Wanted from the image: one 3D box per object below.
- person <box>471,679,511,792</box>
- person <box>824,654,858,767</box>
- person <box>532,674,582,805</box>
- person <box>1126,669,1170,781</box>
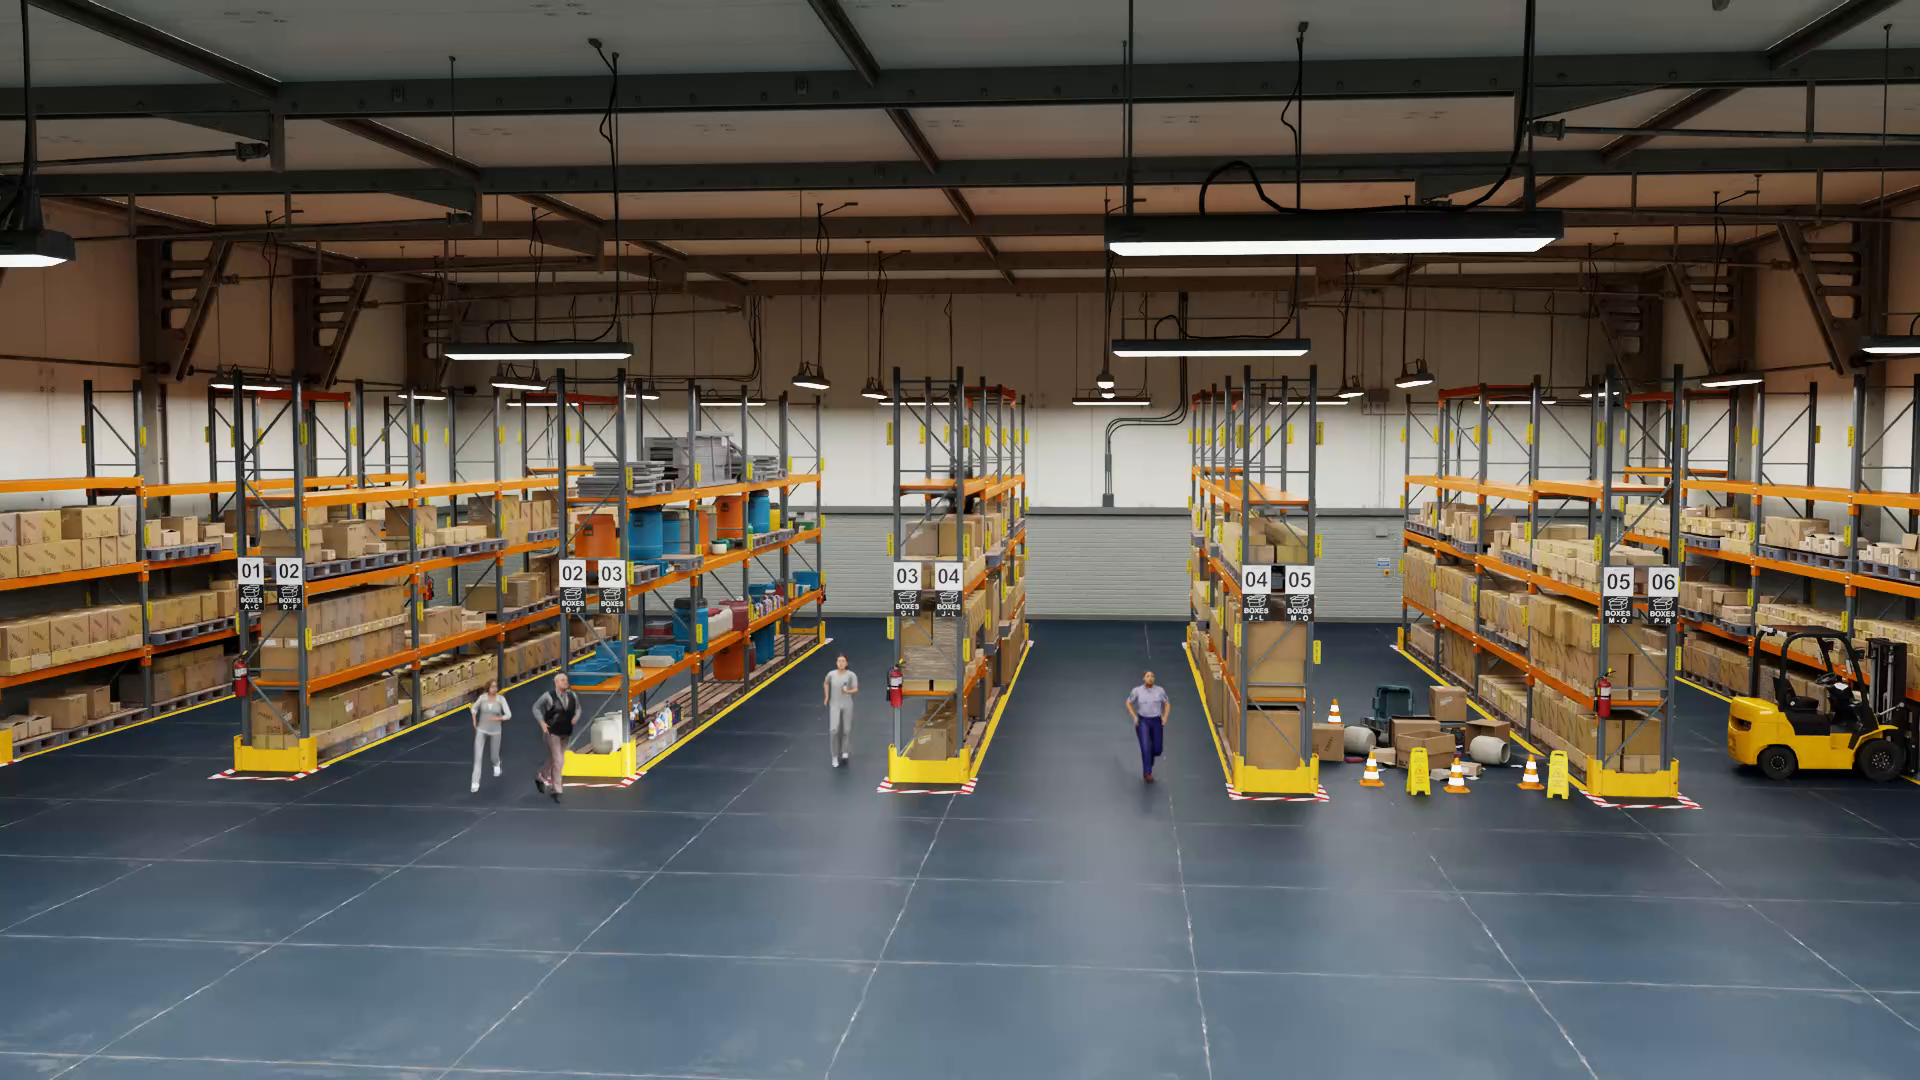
[{"bbox_3d":[-6.717,2.766,23.820,0.566,1.570,0.771,-1,4,-11],"label":"person"},{"bbox_3d":[-1.818,2.589,25.404,0.531,1.720,0.738,0,4,-2],"label":"person"},{"bbox_3d":[-5.568,2.711,23.014,0.825,1.758,0.659,3,5,41],"label":"person"},{"bbox_3d":[2.752,2.686,24.355,0.644,1.601,0.734,0,4,-5],"label":"person"}]
